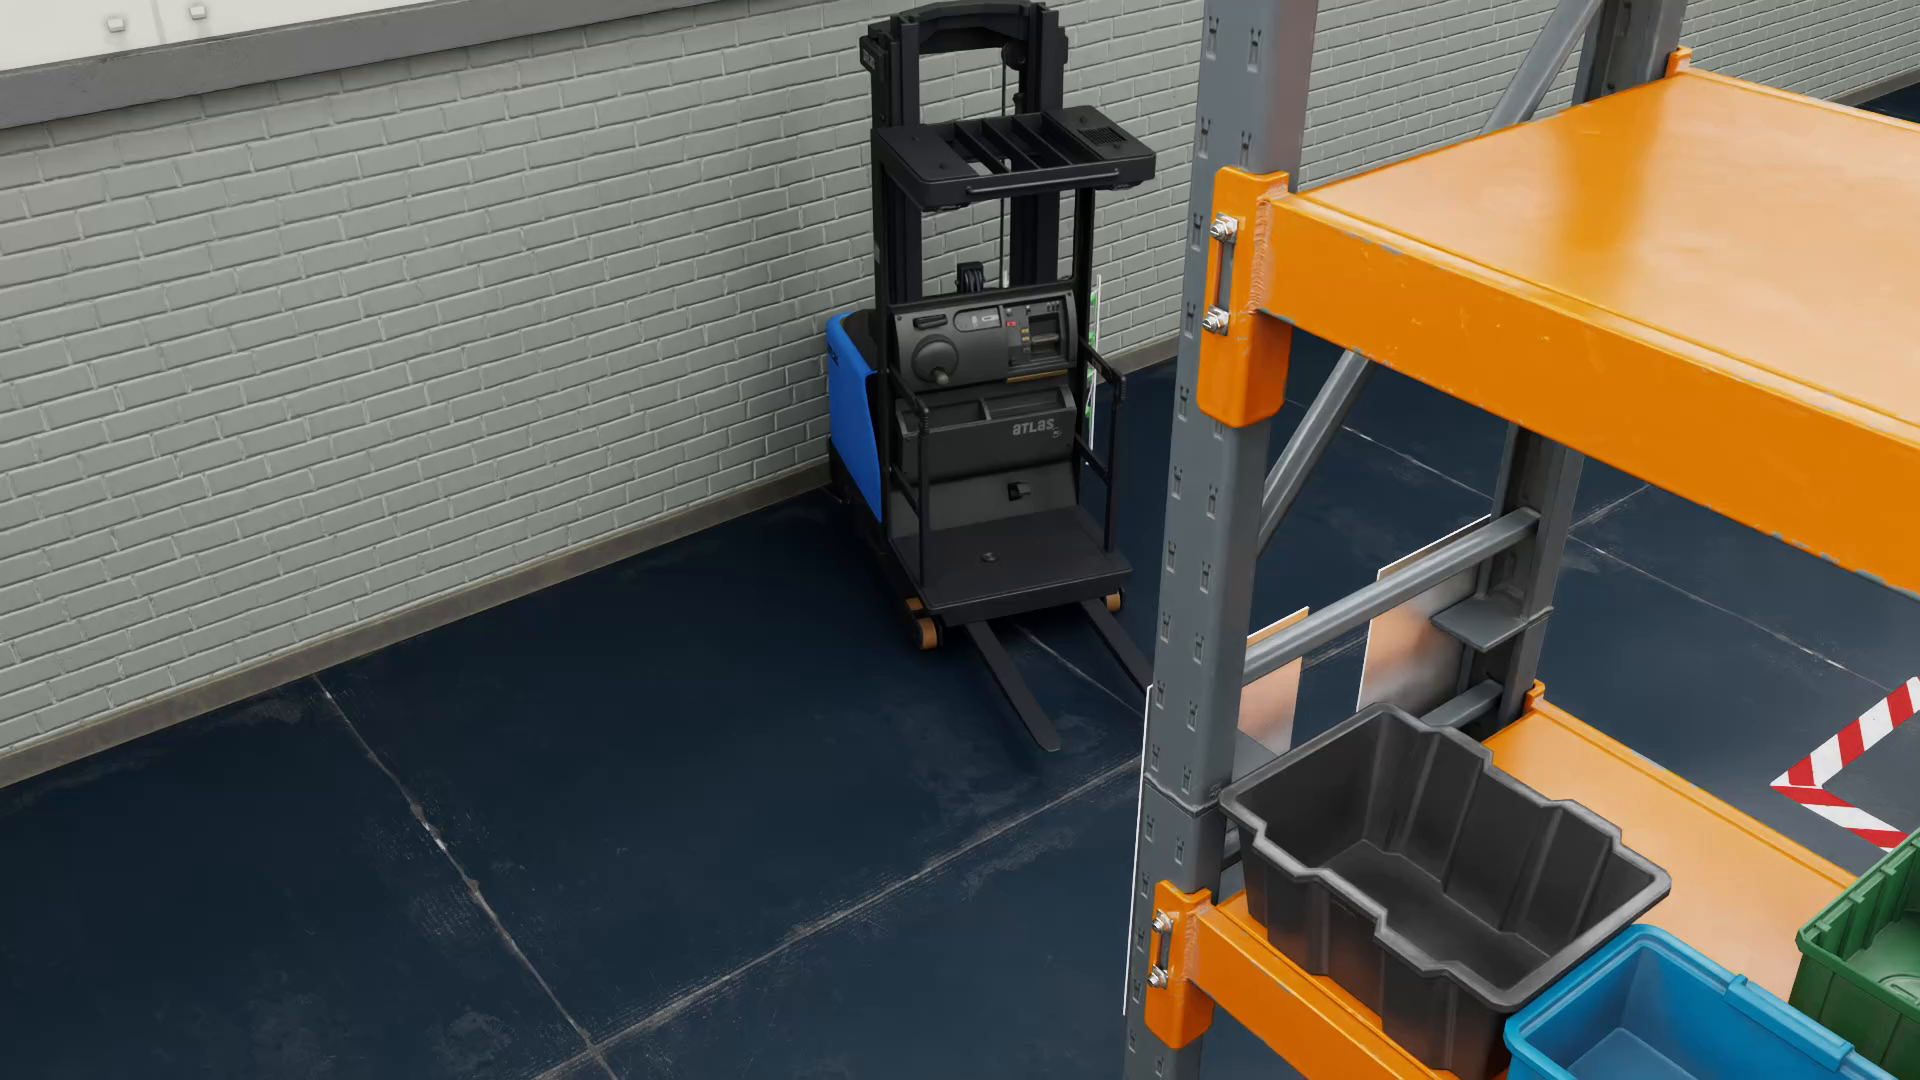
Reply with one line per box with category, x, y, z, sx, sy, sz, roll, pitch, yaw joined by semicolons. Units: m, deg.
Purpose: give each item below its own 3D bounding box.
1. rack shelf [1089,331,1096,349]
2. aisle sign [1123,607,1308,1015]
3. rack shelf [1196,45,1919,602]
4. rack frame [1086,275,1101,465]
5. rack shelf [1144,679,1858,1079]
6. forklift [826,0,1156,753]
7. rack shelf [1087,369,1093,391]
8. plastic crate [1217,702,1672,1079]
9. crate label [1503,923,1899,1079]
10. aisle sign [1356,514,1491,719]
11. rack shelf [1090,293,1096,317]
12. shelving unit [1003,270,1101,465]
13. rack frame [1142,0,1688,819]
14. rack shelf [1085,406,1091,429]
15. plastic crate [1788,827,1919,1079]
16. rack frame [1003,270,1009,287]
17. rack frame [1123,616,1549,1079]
rack shelf;0.518;-1.150;9.630;0.480;0.148;0.258;18;36;26
aisle sign;0.472;0.519;3.107;0.394;0.787;0.004;-22;38;-31
rack shelf;1.977;0.318;1.270;1.077;0.370;4.000;-22;38;-31
rack frame;0.727;-0.933;9.615;0.015;1.200;0.240;18;36;26
rack shelf;1.977;1.422;1.956;1.077;0.370;4.000;-22;38;-31
forklift;0.205;-0.934;7.976;1.130;2.935;3.031;-10;33;-16
rack shelf;0.518;-0.946;9.755;0.480;0.148;0.258;18;36;26
plastic crate;0.767;0.589;2.739;0.497;0.269;0.590;-22;38;-31
crate label;1.061;0.835;2.360;0.408;0.251;0.502;-22;38;-31
aisle sign;0.938;0.328;3.414;0.394;0.787;0.004;-22;38;-31
rack shelf;0.519;-1.355;9.504;0.480;0.148;0.258;18;36;26
shelving unit;0.518;-1.000;9.722;0.503;1.200;0.258;18;36;26
rack frame;0.751;-0.991;2.317;1.000;3.000;0.127;-22;38;-31
rack shelf;0.517;-0.741;9.881;0.480;0.148;0.258;18;36;26
plastic crate;1.581;0.692;2.651;0.450;0.188;0.336;-22;38;-31
rack frame;0.309;-1.067;9.829;0.015;1.200;0.240;18;36;26
rack frame;0.751;1.557;3.899;1.000;3.000;0.127;-22;38;-31
